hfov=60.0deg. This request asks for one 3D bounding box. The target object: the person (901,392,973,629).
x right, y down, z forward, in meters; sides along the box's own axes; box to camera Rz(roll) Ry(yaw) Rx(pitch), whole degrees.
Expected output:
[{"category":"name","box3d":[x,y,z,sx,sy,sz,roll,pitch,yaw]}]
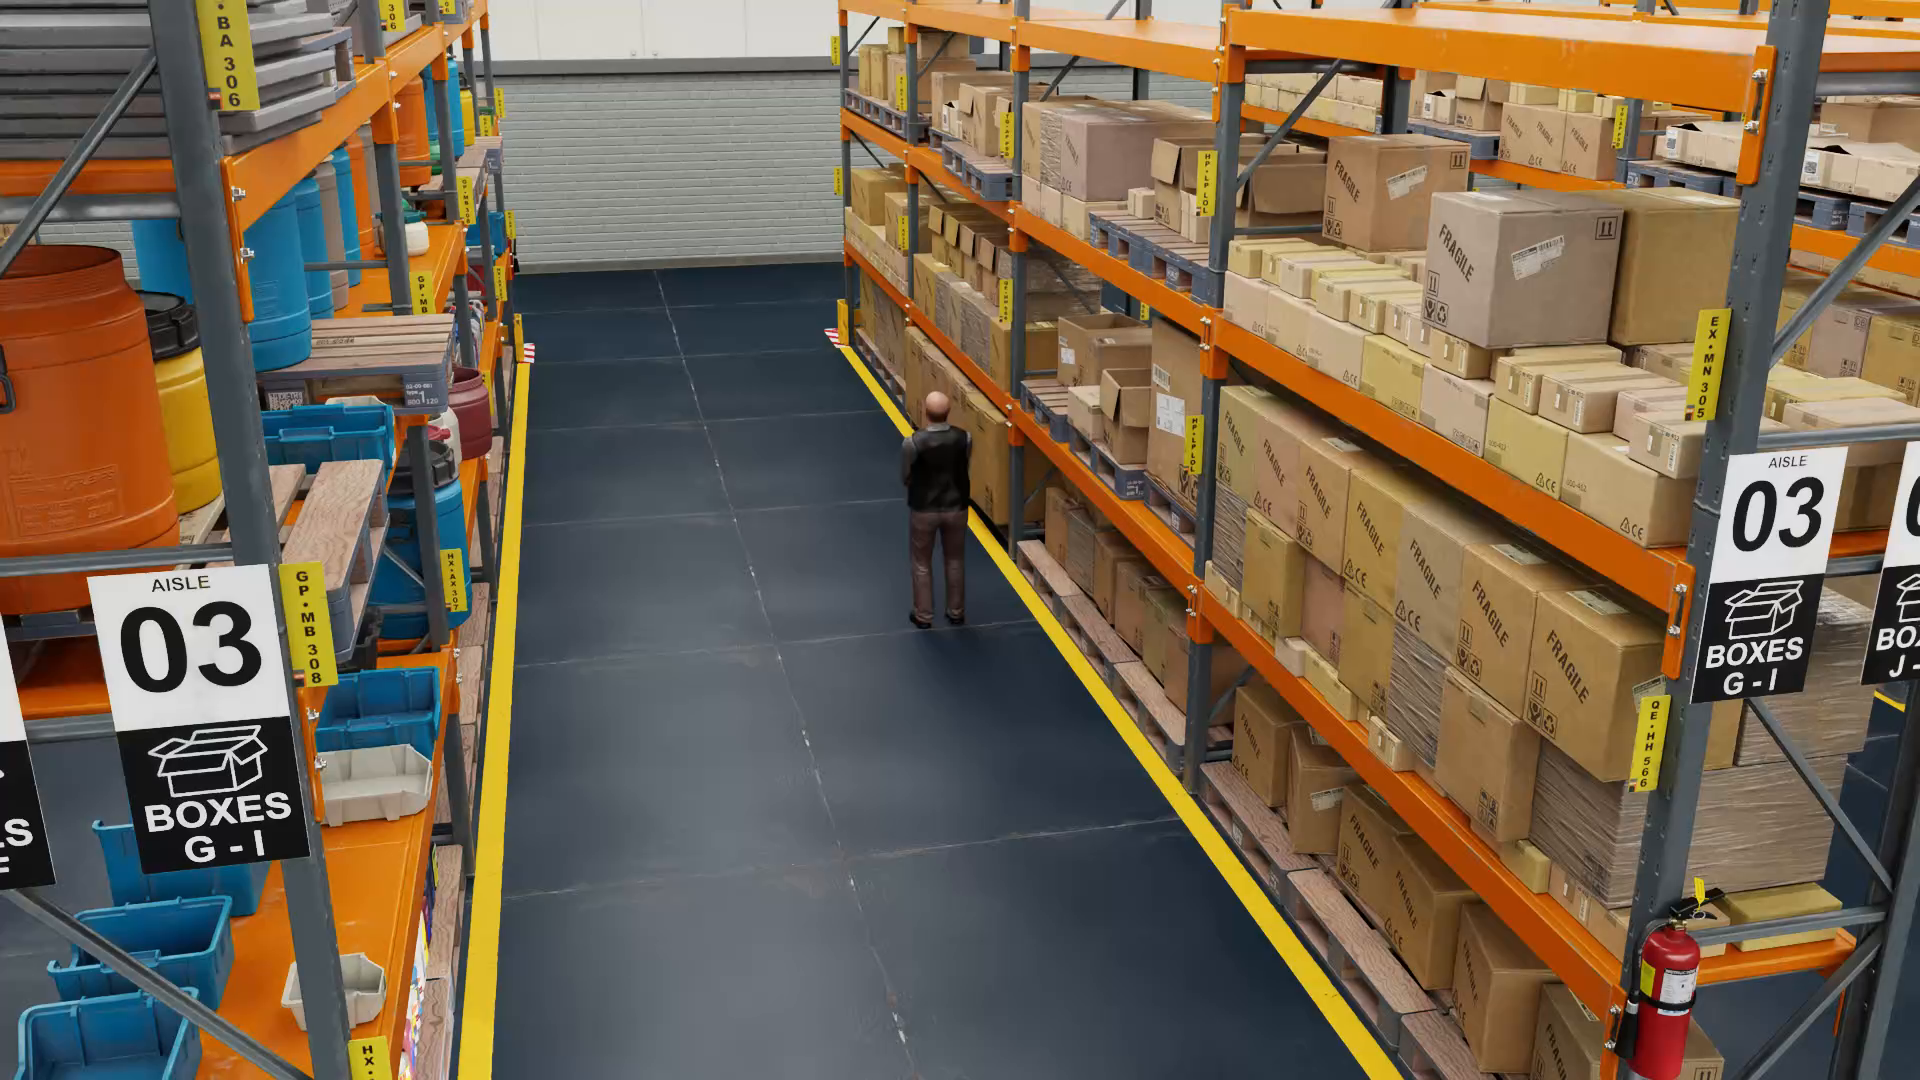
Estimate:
[{"category":"person","box3d":[-0.181,-0.239,11.781,0.508,1.722,0.547,-5,20,-13]}]
